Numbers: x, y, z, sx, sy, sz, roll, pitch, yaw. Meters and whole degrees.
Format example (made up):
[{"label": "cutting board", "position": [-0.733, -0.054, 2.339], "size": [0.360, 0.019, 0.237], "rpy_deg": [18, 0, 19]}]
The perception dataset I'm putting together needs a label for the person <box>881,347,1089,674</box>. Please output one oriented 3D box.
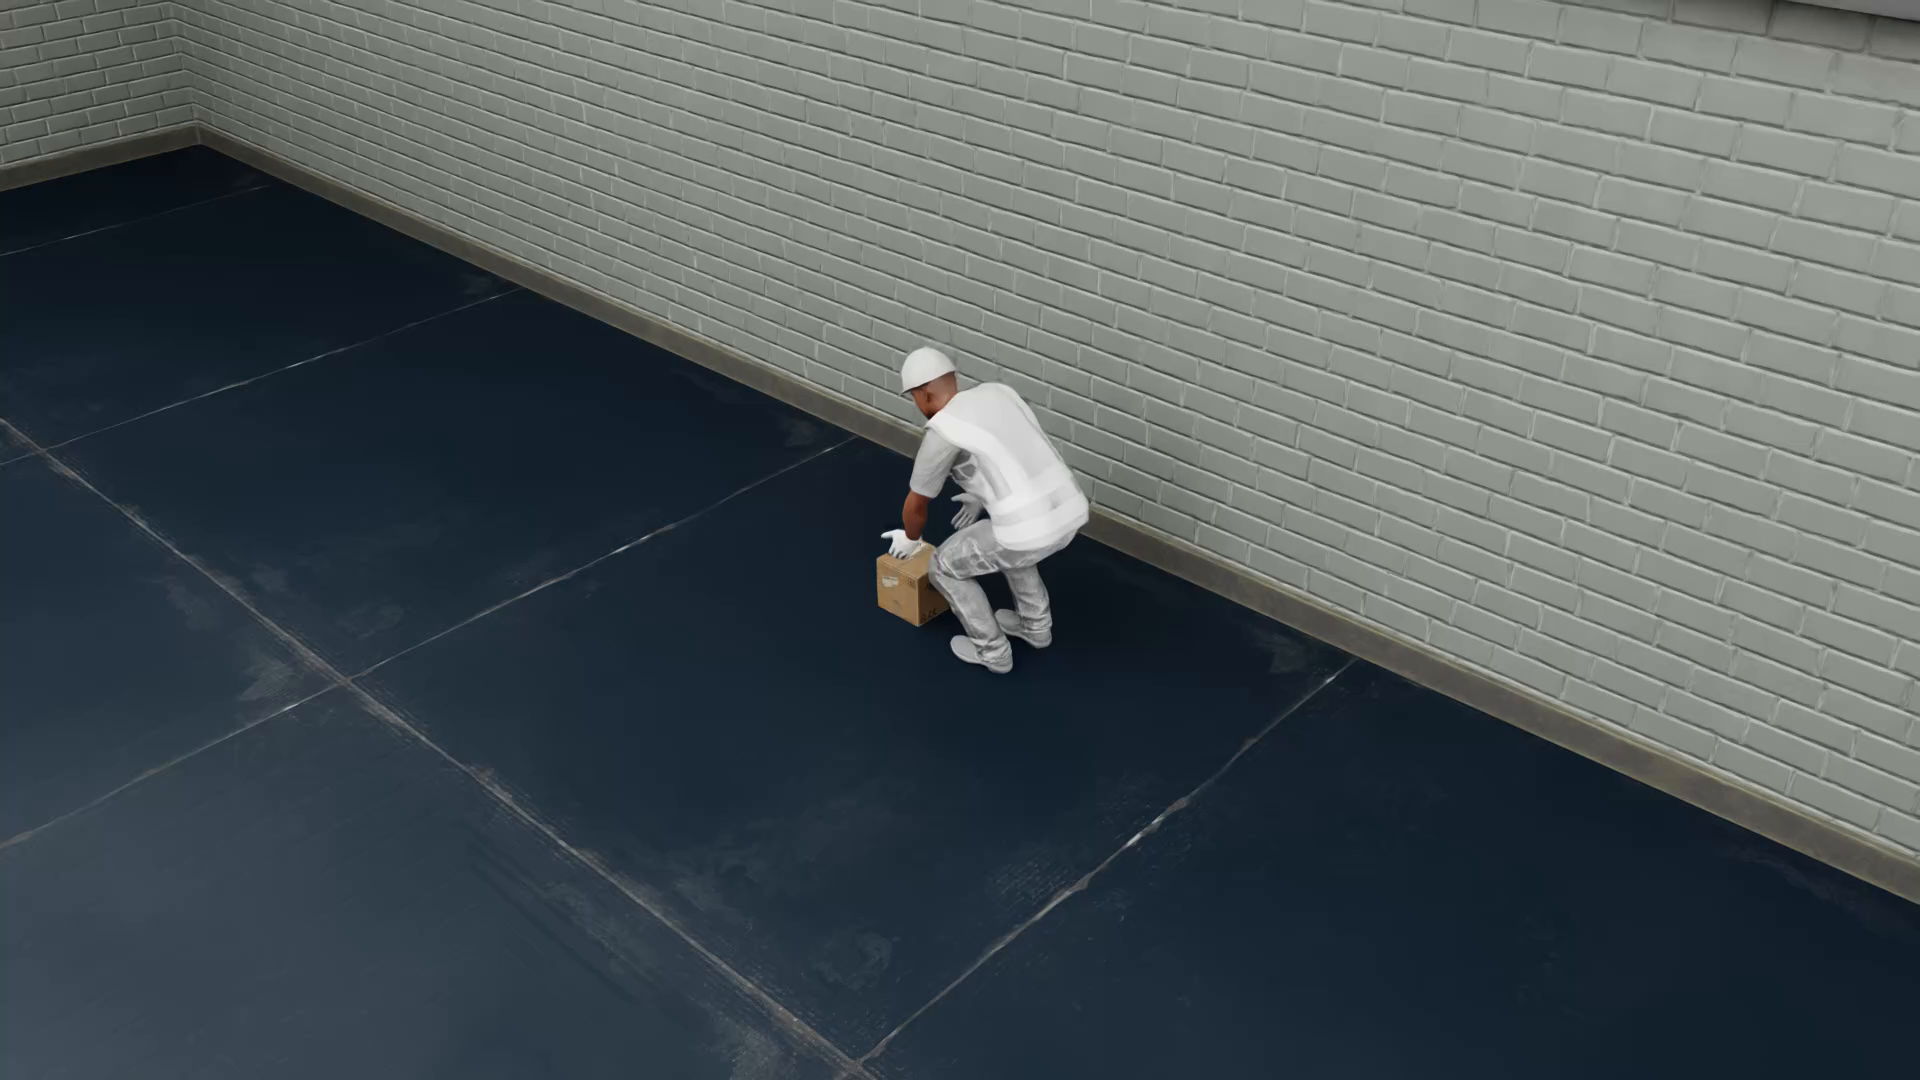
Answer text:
[{"label": "person", "position": [0.098, -0.104, 6.768], "size": [0.827, 1.288, 0.609], "rpy_deg": [25, 39, 35]}]
